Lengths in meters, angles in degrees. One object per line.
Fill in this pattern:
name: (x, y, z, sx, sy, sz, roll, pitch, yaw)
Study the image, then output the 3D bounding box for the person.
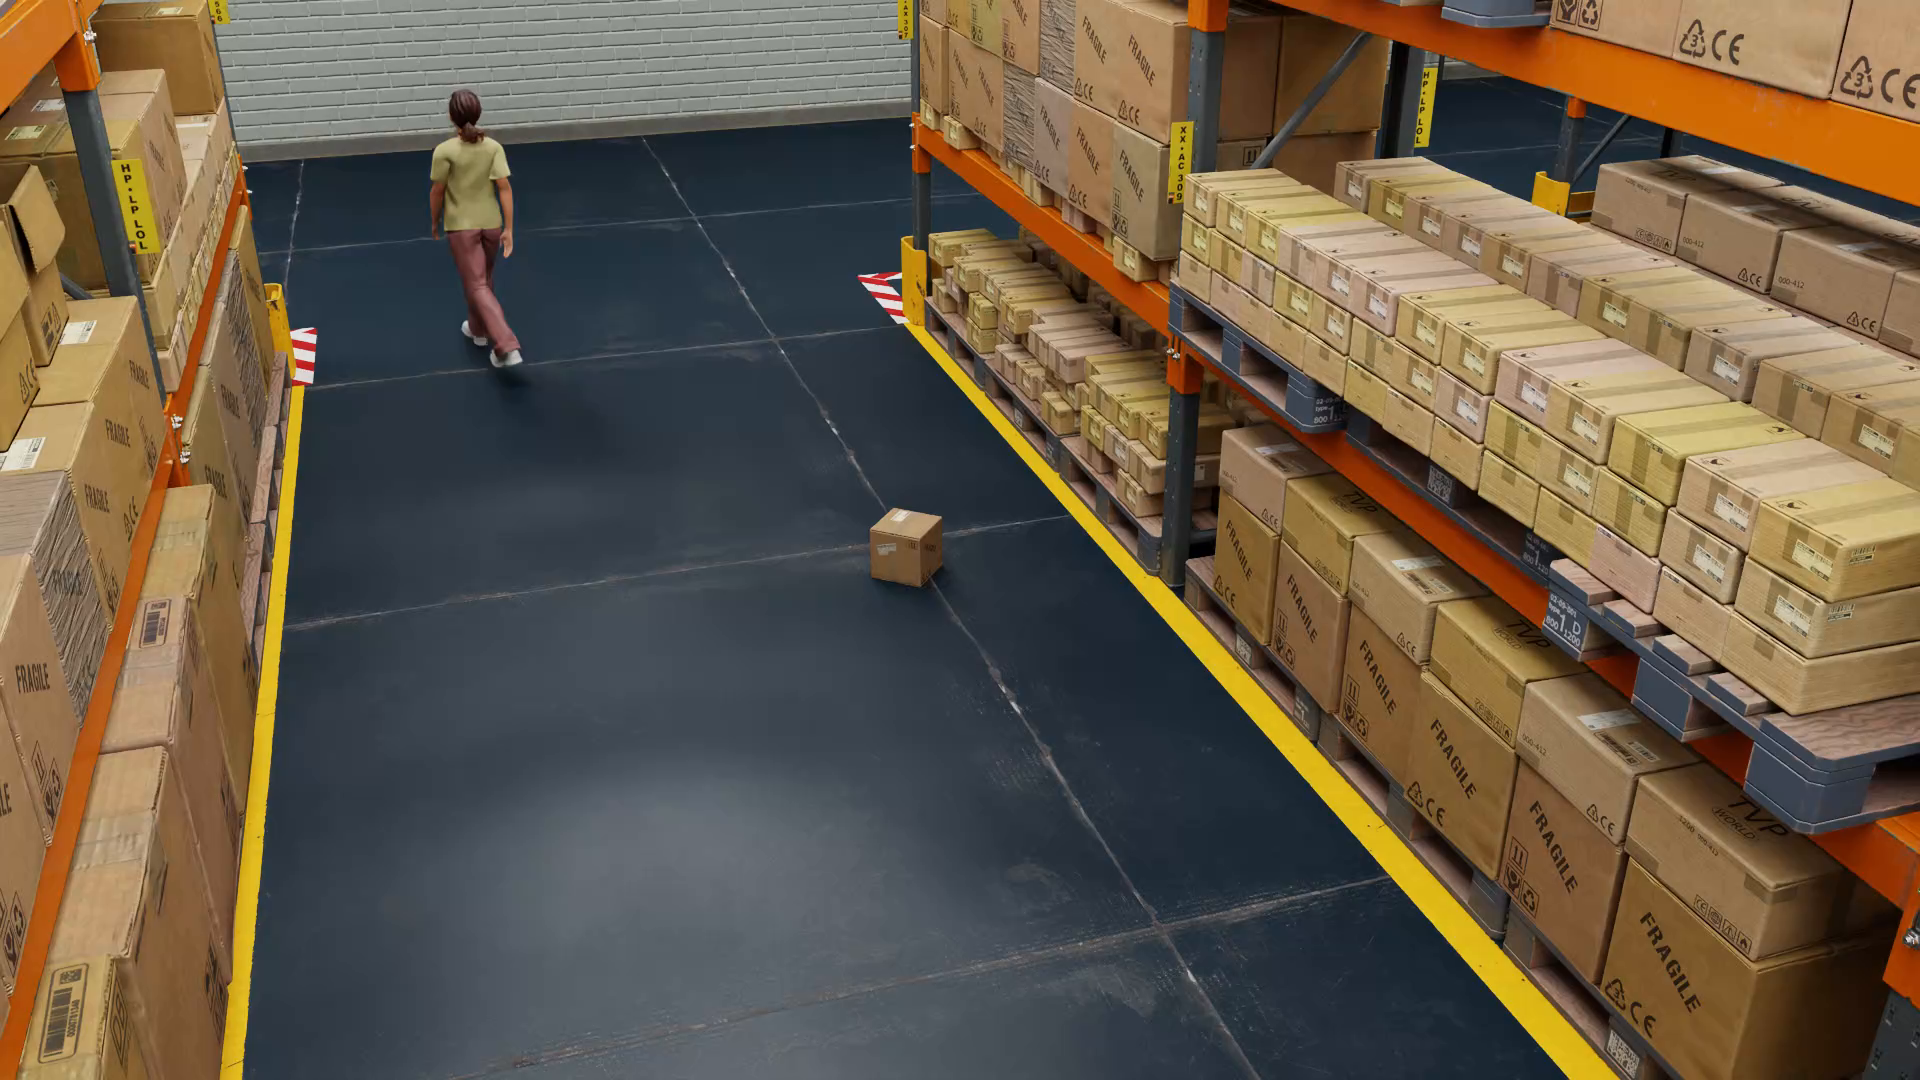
person: (-2.883, -1.847, 9.838, 0.437, 1.621, 1.018, -20, 33, -35)
